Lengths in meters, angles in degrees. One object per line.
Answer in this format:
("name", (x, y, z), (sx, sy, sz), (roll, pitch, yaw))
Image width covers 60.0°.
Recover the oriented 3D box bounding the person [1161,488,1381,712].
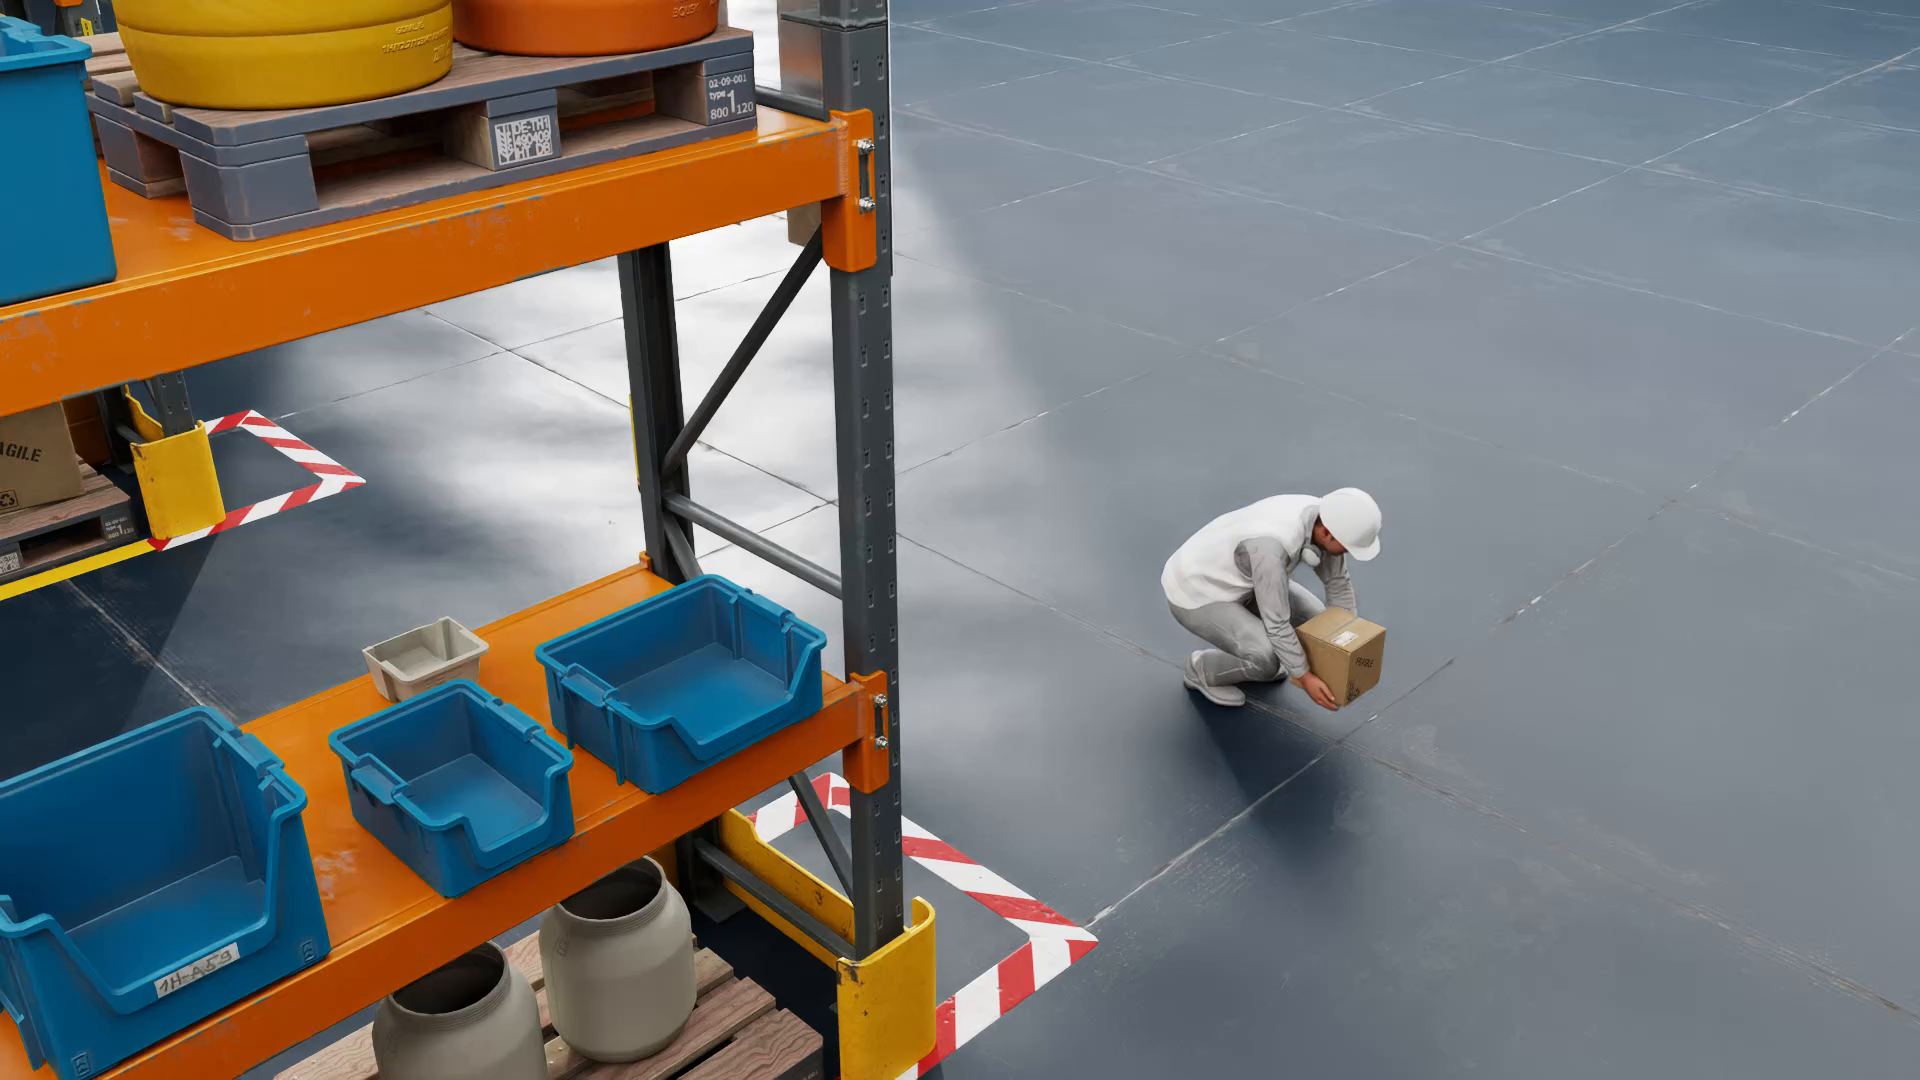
("person", (1.233, 0.181, 6.584), (0.864, 1.007, 0.535), (25, 36, 39))
